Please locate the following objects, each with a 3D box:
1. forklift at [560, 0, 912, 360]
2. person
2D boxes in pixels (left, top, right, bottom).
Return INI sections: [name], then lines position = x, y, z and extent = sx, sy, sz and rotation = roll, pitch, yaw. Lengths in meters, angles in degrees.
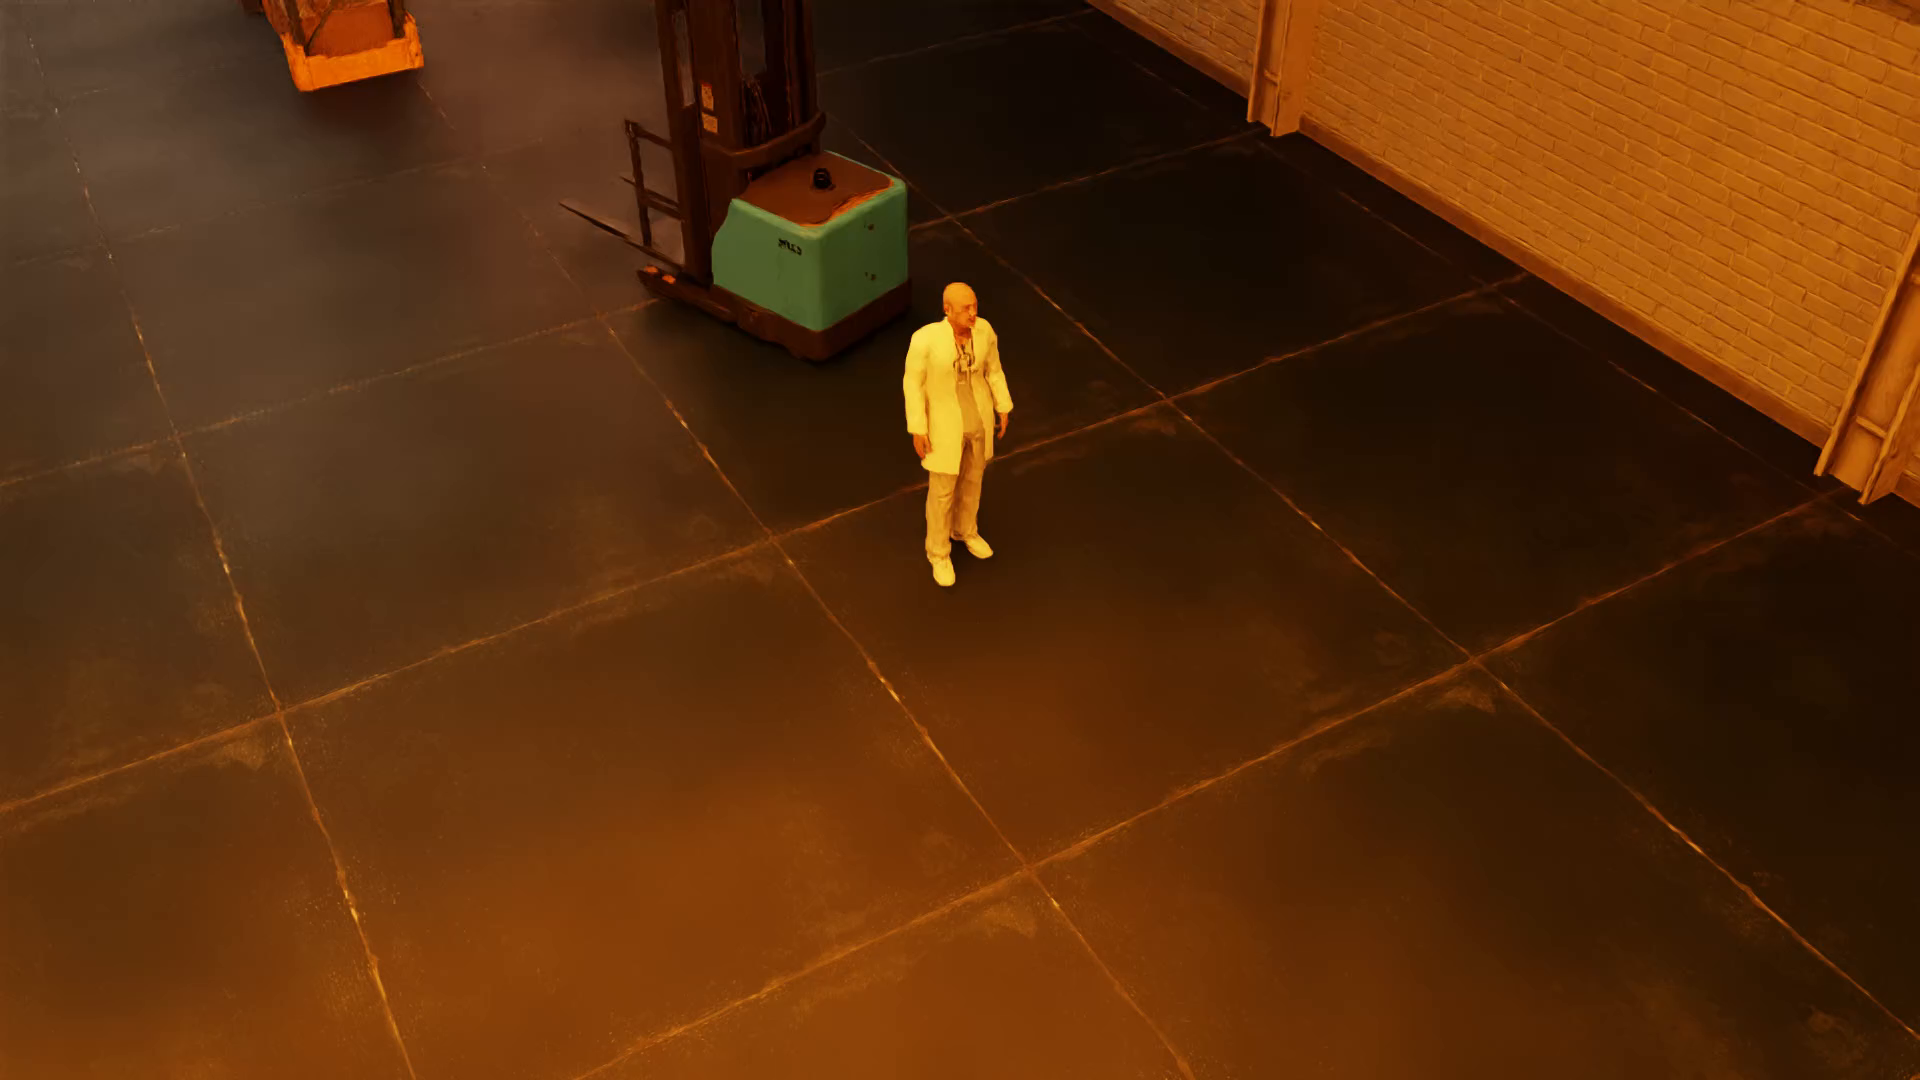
[forklift]
position = -1.813, -3.193, 11.886
extent = 3.031, 2.935, 1.130
rotation = 28, 47, 30
[person]
position = 0.042, -0.638, 9.698
extent = 0.694, 1.776, 0.579
rotation = -20, 44, -23
